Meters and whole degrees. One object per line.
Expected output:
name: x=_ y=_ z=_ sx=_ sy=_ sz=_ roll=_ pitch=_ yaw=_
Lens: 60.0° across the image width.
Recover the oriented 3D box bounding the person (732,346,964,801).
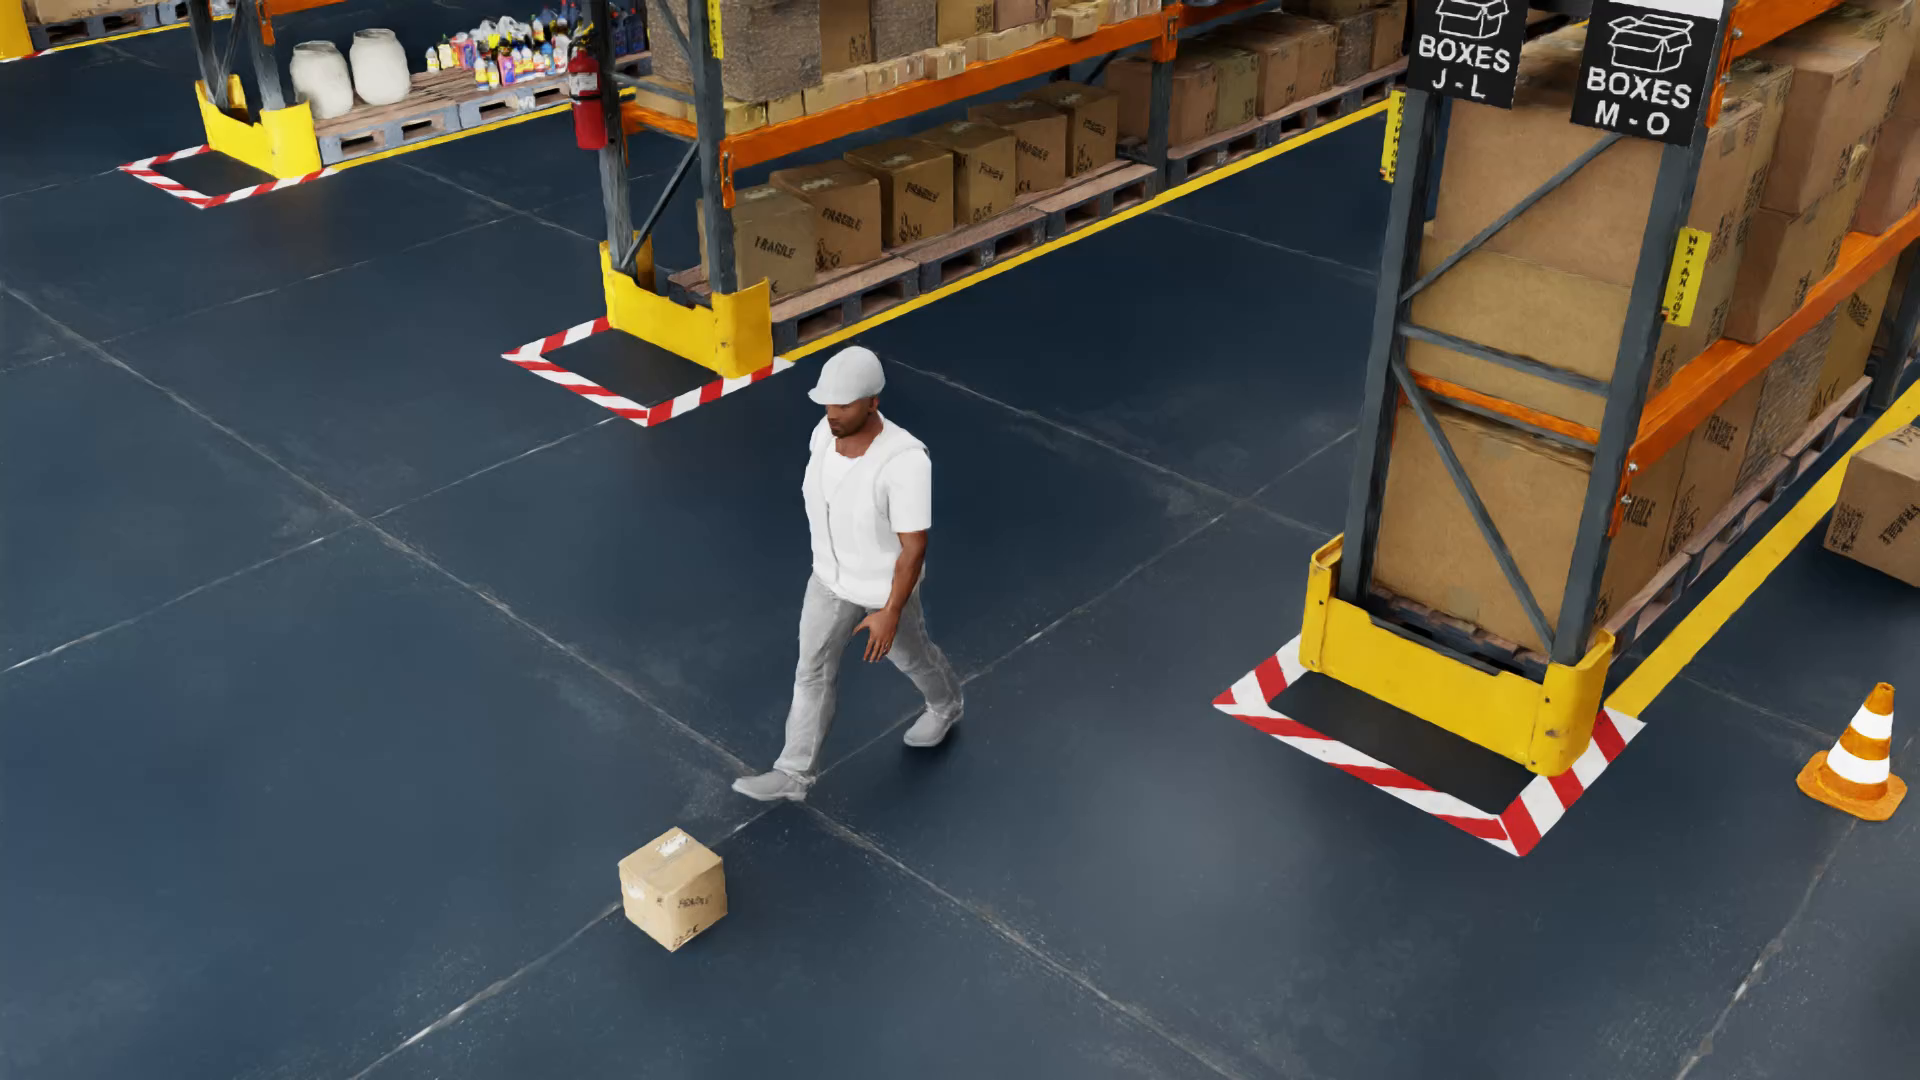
person: x=-0.373 y=0.143 z=5.877 sx=0.626 sy=1.730 sz=0.999 roll=24 pitch=38 yaw=34
